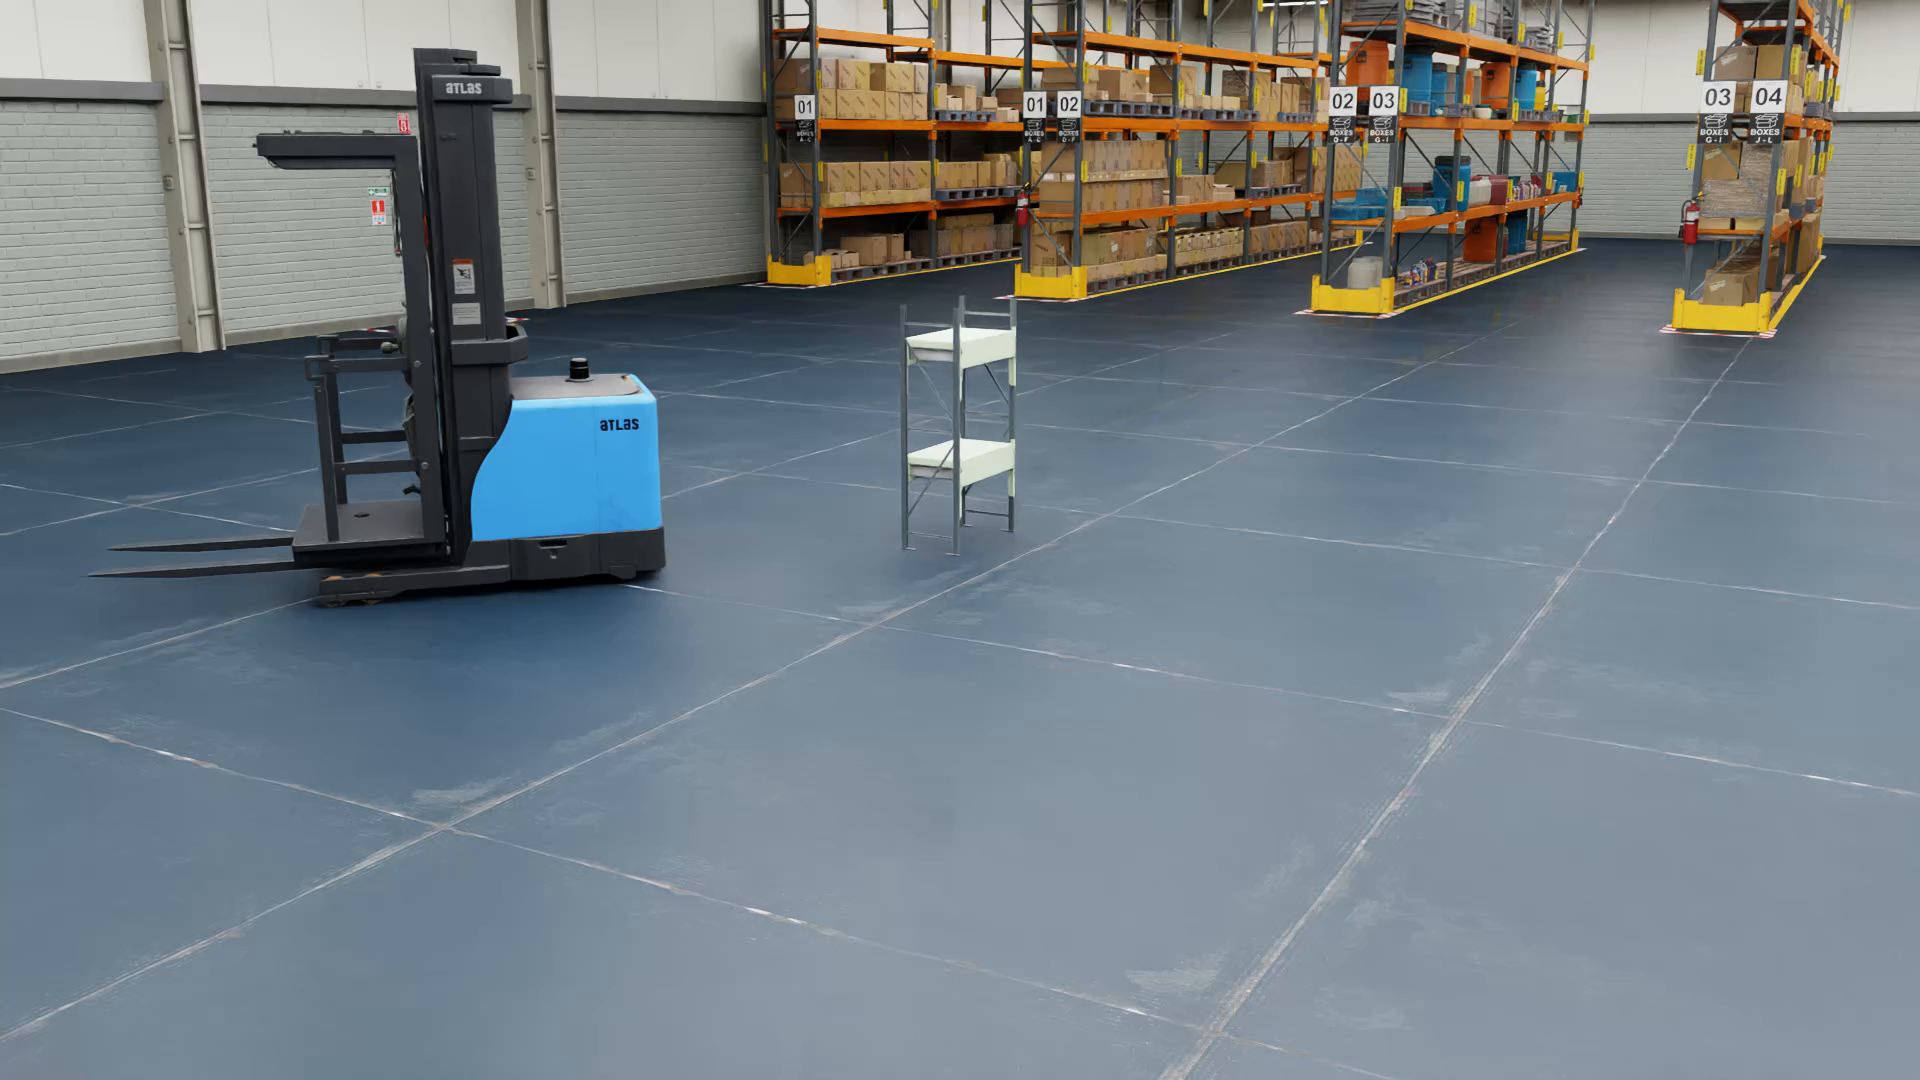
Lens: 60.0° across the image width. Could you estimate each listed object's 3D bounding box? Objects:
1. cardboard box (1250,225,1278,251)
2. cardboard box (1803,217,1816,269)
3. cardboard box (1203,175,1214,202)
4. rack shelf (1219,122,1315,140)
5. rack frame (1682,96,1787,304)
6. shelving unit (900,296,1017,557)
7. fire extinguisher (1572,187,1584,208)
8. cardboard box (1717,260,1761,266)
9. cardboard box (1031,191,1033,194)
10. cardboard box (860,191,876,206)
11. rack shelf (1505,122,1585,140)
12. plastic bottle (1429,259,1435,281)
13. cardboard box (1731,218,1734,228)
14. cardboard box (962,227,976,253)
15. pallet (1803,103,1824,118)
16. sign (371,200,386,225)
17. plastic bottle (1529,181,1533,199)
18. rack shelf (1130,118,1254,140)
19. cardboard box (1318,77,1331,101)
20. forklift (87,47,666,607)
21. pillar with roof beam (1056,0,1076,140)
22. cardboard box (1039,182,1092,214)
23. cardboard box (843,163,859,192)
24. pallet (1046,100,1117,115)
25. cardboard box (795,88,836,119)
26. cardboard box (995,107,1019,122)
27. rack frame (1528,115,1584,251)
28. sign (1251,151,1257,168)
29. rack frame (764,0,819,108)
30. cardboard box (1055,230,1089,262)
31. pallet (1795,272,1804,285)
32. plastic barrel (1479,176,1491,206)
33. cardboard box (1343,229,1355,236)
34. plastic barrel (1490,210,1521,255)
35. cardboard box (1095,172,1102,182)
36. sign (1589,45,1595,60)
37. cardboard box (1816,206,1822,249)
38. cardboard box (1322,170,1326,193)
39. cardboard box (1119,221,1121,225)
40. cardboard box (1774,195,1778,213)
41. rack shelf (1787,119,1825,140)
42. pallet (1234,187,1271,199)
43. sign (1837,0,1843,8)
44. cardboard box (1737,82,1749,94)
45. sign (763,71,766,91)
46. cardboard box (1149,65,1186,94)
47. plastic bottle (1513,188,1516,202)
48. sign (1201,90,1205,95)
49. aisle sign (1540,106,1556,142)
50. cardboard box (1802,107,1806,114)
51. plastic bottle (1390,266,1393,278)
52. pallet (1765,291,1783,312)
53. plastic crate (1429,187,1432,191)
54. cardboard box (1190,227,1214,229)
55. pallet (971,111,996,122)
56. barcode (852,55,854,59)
[{"bbox_3d":[6.303,-6.309,34.699,0.500,0.500,0.500,7,15,27],"label":"cardboard box"},{"bbox_3d":[14.797,-5.409,30.205,1.225,0.875,0.875,7,15,28],"label":"cardboard box"},{"bbox_3d":[4.541,-6.742,31.884,0.500,0.500,0.500,6,15,25],"label":"cardboard box"},{"bbox_3d":[6.304,-8.558,34.766,1.077,0.370,4.000,7,15,28],"label":"rack shelf"},{"bbox_3d":[10.140,-4.275,21.865,1.000,3.000,0.127,7,15,28],"label":"rack frame"},{"bbox_3d":[-0.003,-0.728,10.352,0.431,1.500,0.755,7,15,28],"label":"shelving unit"},{"bbox_3d":[14.010,-7.879,37.776,0.296,0.674,0.183,7,15,28],"label":"fire extinguisher"},{"bbox_3d":[11.575,-3.888,24.700,0.500,0.500,0.500,-12,18,-41],"label":"cardboard box"},{"bbox_3d":[1.361,-7.529,35.855,0.380,0.149,0.250,7,15,27],"label":"cardboard box"},{"bbox_3d":[-1.864,-6.171,30.009,0.500,0.250,0.500,7,15,27],"label":"cardboard box"},{"bbox_3d":[12.572,-8.817,35.839,1.077,0.370,4.000,7,15,28],"label":"rack shelf"},{"bbox_3d":[7.679,-4.418,27.172,0.144,0.351,0.185,7,15,27],"label":"plastic bottle"},{"bbox_3d":[10.219,-4.286,22.446,0.380,0.149,0.250,7,15,28],"label":"cardboard box"},{"bbox_3d":[-0.105,-6.142,34.006,0.700,0.500,0.500,8,15,29],"label":"cardboard box"},{"bbox_3d":[12.964,-6.790,26.298,1.213,0.211,1.003,7,15,28],"label":"pallet"},{"bbox_3d":[-7.773,-4.382,22.233,0.001,0.329,0.234,7,15,28],"label":"sign"},{"bbox_3d":[11.448,-7.048,33.474,0.144,0.351,0.185,7,15,28],"label":"plastic bottle"},{"bbox_3d":[4.371,-7.737,31.362,1.077,0.370,4.000,7,15,28],"label":"rack shelf"},{"bbox_3d":[7.839,-10.043,37.046,0.700,0.500,0.500,7,15,28],"label":"cardboard box"},{"bbox_3d":[-3.276,-1.200,9.258,3.031,2.935,1.130,-4,14,-17],"label":"forklift"},{"bbox_3d":[6.283,-11.091,37.336,9.100,9.000,0.400,7,15,28],"label":"pillar with roof beam"},{"bbox_3d":[1.707,-5.541,26.903,0.700,0.500,0.500,7,15,28],"label":"cardboard box"},{"bbox_3d":[-2.126,-6.424,29.457,0.500,0.500,0.500,7,15,28],"label":"cardboard box"},{"bbox_3d":[1.835,-6.955,26.772,1.003,0.211,1.213,7,15,28],"label":"pallet"},{"bbox_3d":[-2.487,-7.515,28.650,0.500,0.500,0.500,8,16,30],"label":"cardboard box"},{"bbox_3d":[0.888,-8.846,34.573,0.500,0.311,0.500,7,15,28],"label":"cardboard box"},{"bbox_3d":[13.539,-8.118,37.808,1.000,3.000,0.127,7,15,28],"label":"rack frame"},{"bbox_3d":[5.825,-7.540,32.938,0.100,0.325,0.005,7,15,28],"label":"sign"},{"bbox_3d":[-2.868,-8.875,28.145,1.000,3.000,0.127,7,15,28],"label":"rack frame"},{"bbox_3d":[1.940,-4.980,28.163,0.500,0.500,0.500,7,15,28],"label":"cardboard box"},{"bbox_3d":[14.455,-4.714,29.635,1.003,0.211,1.213,7,15,28],"label":"pallet"},{"bbox_3d":[9.362,-6.296,30.011,0.421,0.512,0.421,0,14,0],"label":"plastic barrel"},{"bbox_3d":[9.158,-7.540,39.802,0.500,0.500,0.500,7,15,28],"label":"cardboard box"},{"bbox_3d":[10.985,-6.227,33.544,0.600,0.901,0.708,7,15,28],"label":"plastic barrel"},{"bbox_3d":[2.095,-5.923,27.106,0.380,0.149,0.250,7,15,28],"label":"cardboard box"},{"bbox_3d":[14.029,-10.819,36.898,0.100,0.325,0.005,7,15,28],"label":"sign"},{"bbox_3d":[17.636,-6.588,35.098,0.875,0.875,0.875,7,15,28],"label":"cardboard box"},{"bbox_3d":[8.001,-8.088,37.467,0.500,0.500,0.500,8,16,29],"label":"cardboard box"},{"bbox_3d":[3.630,-7.654,40.318,0.700,0.500,0.500,7,15,27],"label":"cardboard box"},{"bbox_3d":[11.098,-4.893,23.580,0.875,0.500,0.500,7,15,28],"label":"cardboard box"},{"bbox_3d":[14.974,-7.435,30.107,1.077,0.370,4.000,7,15,28],"label":"rack shelf"},{"bbox_3d":[5.604,-7.093,33.964,1.213,0.211,1.003,7,15,28],"label":"pallet"},{"bbox_3d":[16.422,-10.087,31.010,0.100,0.325,0.005,7,15,28],"label":"sign"},{"bbox_3d":[10.230,-5.986,22.033,0.380,0.149,0.250,7,15,26],"label":"cardboard box"},{"bbox_3d":[-3.344,-7.914,28.671,0.100,0.325,0.005,7,15,28],"label":"sign"},{"bbox_3d":[3.737,-8.295,29.963,0.500,0.500,0.500,8,15,29],"label":"cardboard box"},{"bbox_3d":[10.644,-6.657,32.021,0.097,0.271,0.097,0,14,0],"label":"plastic bottle"},{"bbox_3d":[4.864,-8.811,33.176,0.100,0.325,0.005,7,15,28],"label":"sign"},{"bbox_3d":[13.314,-9.431,37.705,0.394,0.787,0.004,7,15,28],"label":"aisle sign"},{"bbox_3d":[13.519,-6.970,26.964,0.500,0.250,0.500,8,16,30],"label":"cardboard box"},{"bbox_3d":[7.020,-4.382,27.193,0.097,0.271,0.097,0,14,0],"label":"plastic bottle"},{"bbox_3d":[11.780,-3.598,25.007,1.003,0.211,1.213,7,15,28],"label":"pallet"},{"bbox_3d":[7.999,-5.910,28.683,0.392,0.384,0.575,7,15,28],"label":"plastic crate"},{"bbox_3d":[4.827,-6.105,33.231,0.500,0.311,0.500,8,16,30],"label":"cardboard box"},{"bbox_3d":[-0.044,-8.474,33.282,1.213,0.211,1.003,7,15,28],"label":"pallet"},{"bbox_3d":[-1.983,-8.924,30.697,0.001,0.075,0.075,7,15,28],"label":"barcode"}]
